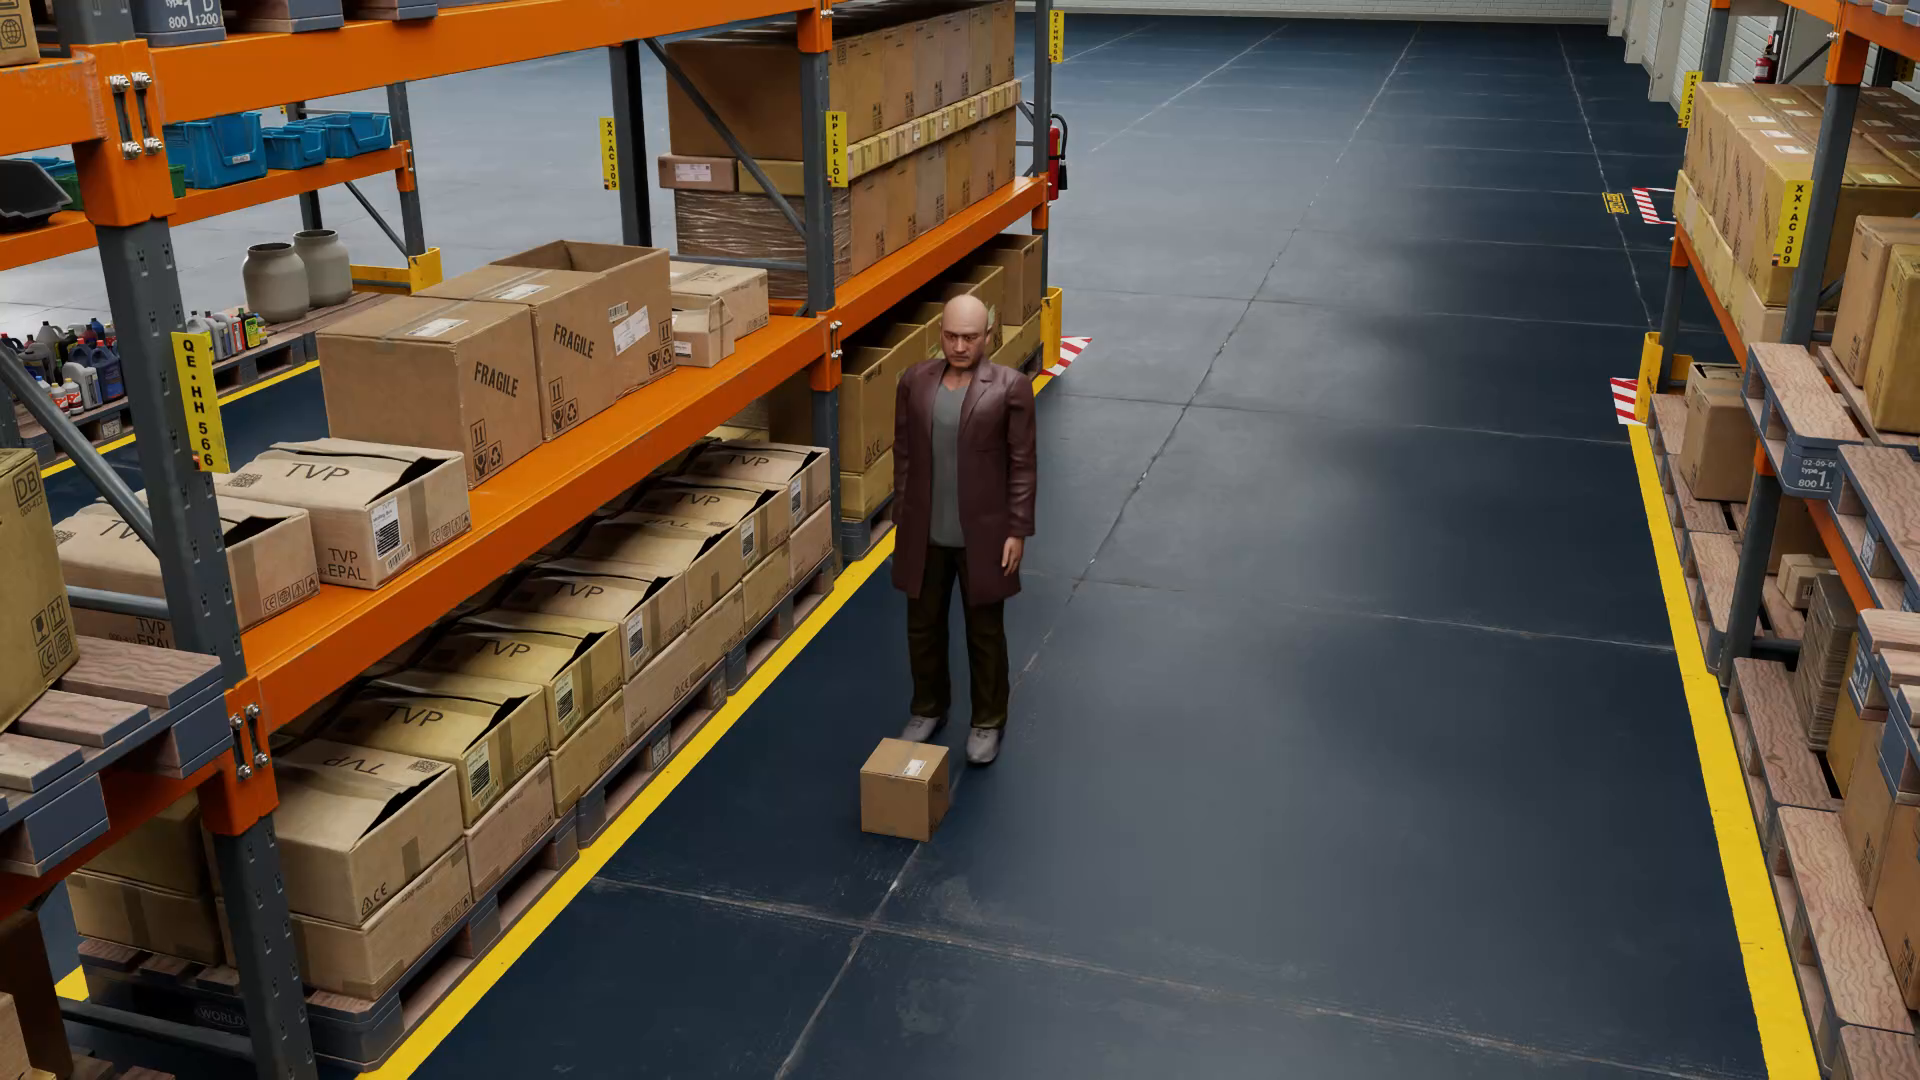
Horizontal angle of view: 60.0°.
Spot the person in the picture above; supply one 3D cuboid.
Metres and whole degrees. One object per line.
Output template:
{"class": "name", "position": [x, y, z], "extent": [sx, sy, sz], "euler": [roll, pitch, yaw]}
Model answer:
{"class": "person", "position": [0.005, -0.029, 6.191], "extent": [0.561, 1.779, 0.381], "euler": [7, 23, 17]}
